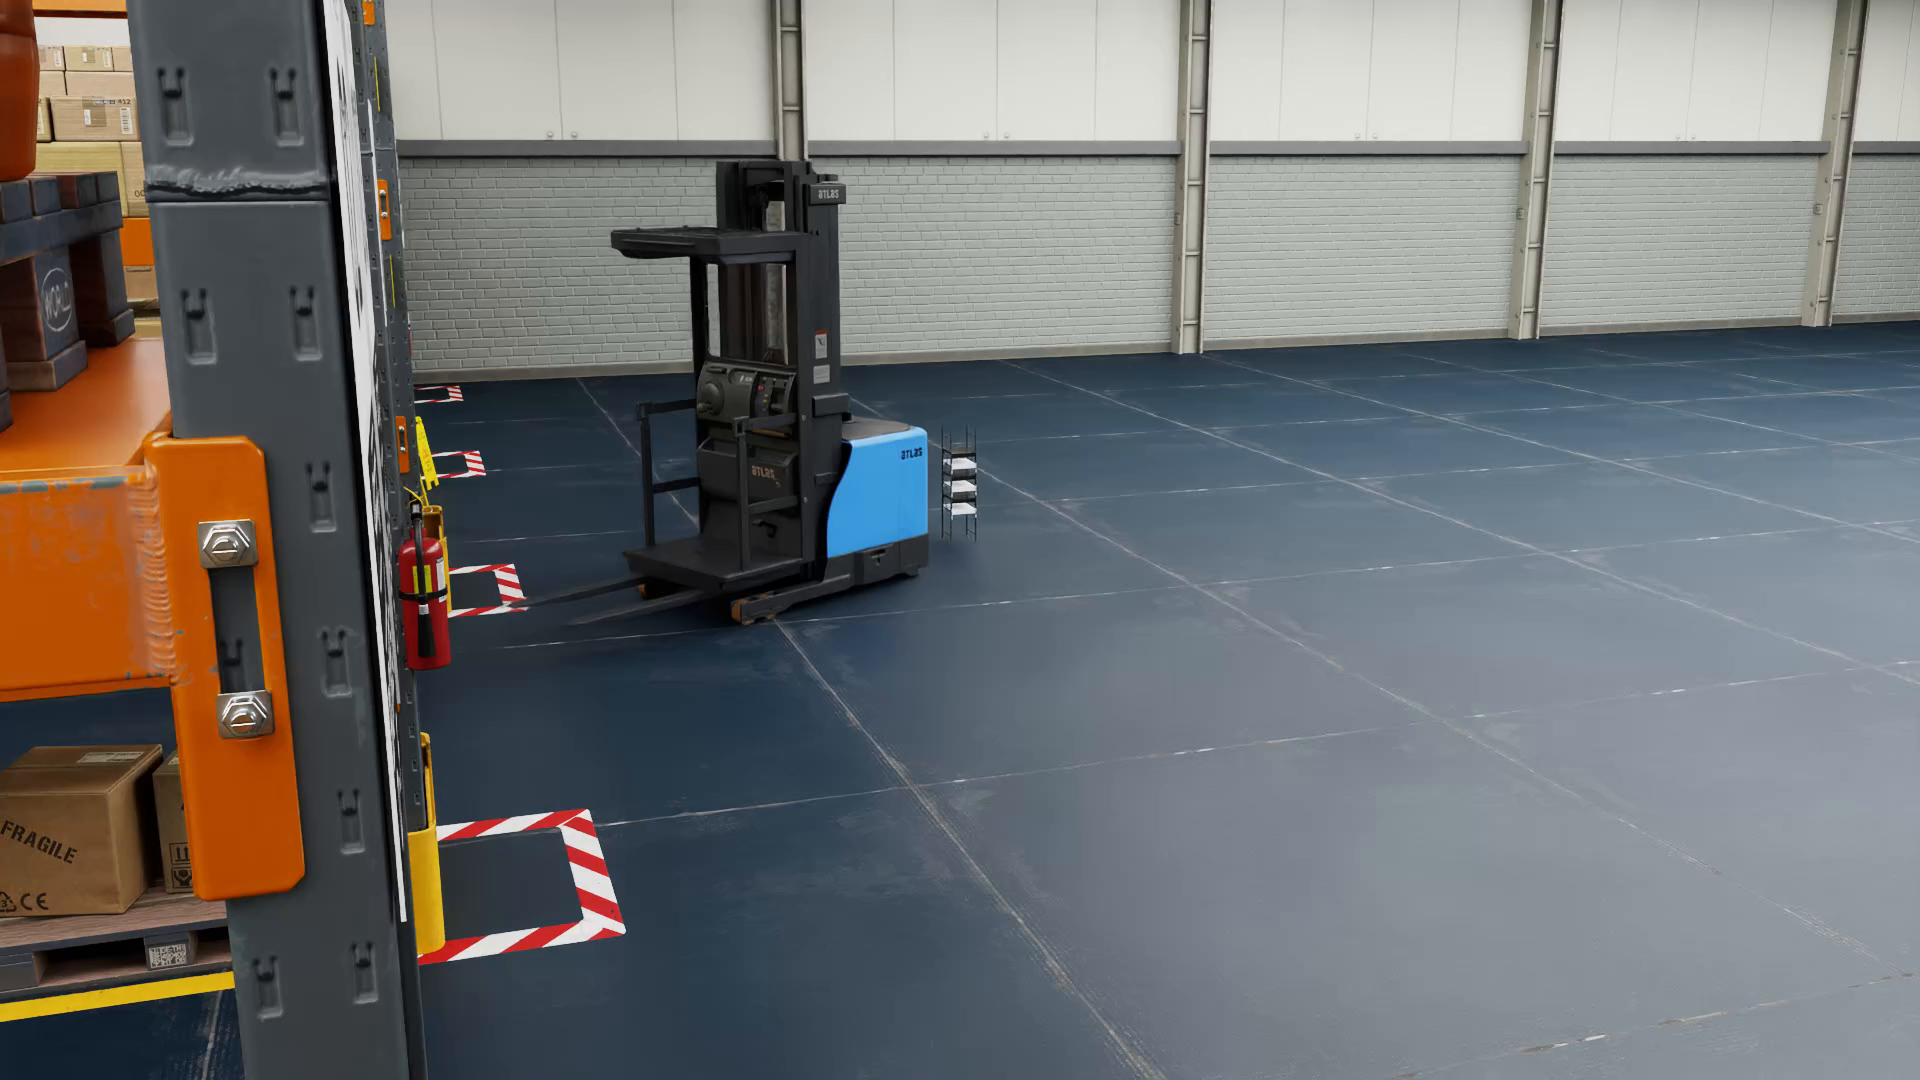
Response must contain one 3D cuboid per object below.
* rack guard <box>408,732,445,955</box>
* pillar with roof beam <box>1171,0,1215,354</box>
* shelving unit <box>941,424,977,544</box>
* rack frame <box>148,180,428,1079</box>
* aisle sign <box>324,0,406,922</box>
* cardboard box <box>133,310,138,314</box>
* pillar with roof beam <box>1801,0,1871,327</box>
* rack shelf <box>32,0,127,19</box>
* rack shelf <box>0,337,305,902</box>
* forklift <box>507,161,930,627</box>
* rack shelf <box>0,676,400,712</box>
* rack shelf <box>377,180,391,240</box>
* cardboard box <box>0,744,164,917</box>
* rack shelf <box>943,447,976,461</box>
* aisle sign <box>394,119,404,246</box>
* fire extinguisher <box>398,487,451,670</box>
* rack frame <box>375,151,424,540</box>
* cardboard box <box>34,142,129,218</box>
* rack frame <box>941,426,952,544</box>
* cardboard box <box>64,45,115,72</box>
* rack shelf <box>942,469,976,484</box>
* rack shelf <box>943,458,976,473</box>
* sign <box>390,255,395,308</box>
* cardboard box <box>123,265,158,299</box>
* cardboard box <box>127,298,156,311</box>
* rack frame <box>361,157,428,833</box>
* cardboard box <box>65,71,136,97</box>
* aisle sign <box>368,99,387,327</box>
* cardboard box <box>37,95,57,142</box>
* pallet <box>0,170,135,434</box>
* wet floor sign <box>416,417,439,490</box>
[{"bbox_3d":[-2.345,1.235,6.872,0.348,0.500,1.175,-4,14,-18],"label":"rack guard"},{"bbox_3d":[4.779,-6.255,19.994,0.400,9.000,9.100,-4,14,-18],"label":"pillar with roof beam"},{"bbox_3d":[-0.008,-0.437,13.036,0.210,0.900,0.258,-4,14,-18],"label":"shelving unit"},{"bbox_3d":[-0.693,1.099,2.040,0.127,3.000,1.000,-4,14,-18],"label":"rack frame"},{"bbox_3d":[-0.530,-0.106,1.487,0.004,0.787,0.394,-4,14,-18],"label":"aisle sign"},{"bbox_3d":[-3.187,-0.534,5.886,0.500,0.500,0.500,-4,14,-18],"label":"cardboard box"},{"bbox_3d":[16.152,-7.141,23.718,0.400,9.000,9.100,-4,14,-18],"label":"pillar with roof beam"},{"bbox_3d":[-7.329,-4.580,14.513,4.000,0.370,1.077,-4,14,-18],"label":"rack shelf"},{"bbox_3d":[-2.589,0.137,1.155,4.000,0.370,1.077,-4,14,-18],"label":"rack shelf"},{"bbox_3d":[-1.582,-1.004,11.030,1.130,2.935,3.031,12,18,41],"label":"forklift"},{"bbox_3d":[-4.168,0.510,6.069,4.000,0.370,1.077,-4,14,-18],"label":"rack shelf"},{"bbox_3d":[-5.654,-2.044,10.327,4.000,0.370,1.077,-4,14,-18],"label":"rack shelf"},{"bbox_3d":[-3.425,1.119,6.452,0.500,0.500,0.500,-1,13,-3],"label":"cardboard box"},{"bbox_3d":[-0.008,-0.667,12.981,0.200,0.077,0.258,-4,14,-18],"label":"rack shelf"},{"bbox_3d":[-3.596,-2.287,10.656,0.004,0.787,0.394,-4,14,-18],"label":"aisle sign"},{"bbox_3d":[-2.017,0.143,6.226,0.183,0.674,0.296,-4,14,-18],"label":"fire extinguisher"},{"bbox_3d":[-3.759,-1.082,11.211,0.127,3.000,1.000,-4,14,-18],"label":"rack frame"},{"bbox_3d":[-3.121,-1.245,5.735,0.500,0.250,0.500,-4,14,-18],"label":"cardboard box"},{"bbox_3d":[-0.104,-0.430,13.005,0.006,0.900,0.240,-4,14,-18],"label":"rack frame"},{"bbox_3d":[-5.175,-2.867,9.929,0.250,0.149,0.380,-5,14,-19],"label":"cardboard box"},{"bbox_3d":[-0.008,-0.492,13.023,0.200,0.077,0.258,-4,14,-18],"label":"rack shelf"},{"bbox_3d":[-0.008,-0.580,13.002,0.200,0.077,0.258,-4,14,-18],"label":"rack shelf"},{"bbox_3d":[-3.599,-1.641,10.545,0.005,0.325,0.100,-4,14,-18],"label":"sign"},{"bbox_3d":[-5.189,-1.589,10.685,0.550,0.550,0.875,-4,14,-18],"label":"cardboard box"},{"bbox_3d":[-3.357,-0.651,6.377,0.500,0.500,0.500,-4,14,-18],"label":"cardboard box"},{"bbox_3d":[-2.273,0.013,6.607,0.127,3.000,1.000,-4,14,-18],"label":"rack frame"},{"bbox_3d":[-5.084,-2.695,10.068,0.500,0.250,0.500,-5,14,-18],"label":"cardboard box"},{"bbox_3d":[-2.118,-1.191,6.048,0.004,0.787,0.394,-4,14,-18],"label":"aisle sign"},{"bbox_3d":[-3.175,-1.417,5.598,0.250,0.149,0.380,-4,14,-18],"label":"cardboard box"},{"bbox_3d":[-1.508,-0.229,1.548,1.213,0.211,1.003,-4,14,-18],"label":"pallet"},{"bbox_3d":[-4.912,-0.795,15.089,0.232,0.644,0.267,0,13,1],"label":"wet floor sign"}]
